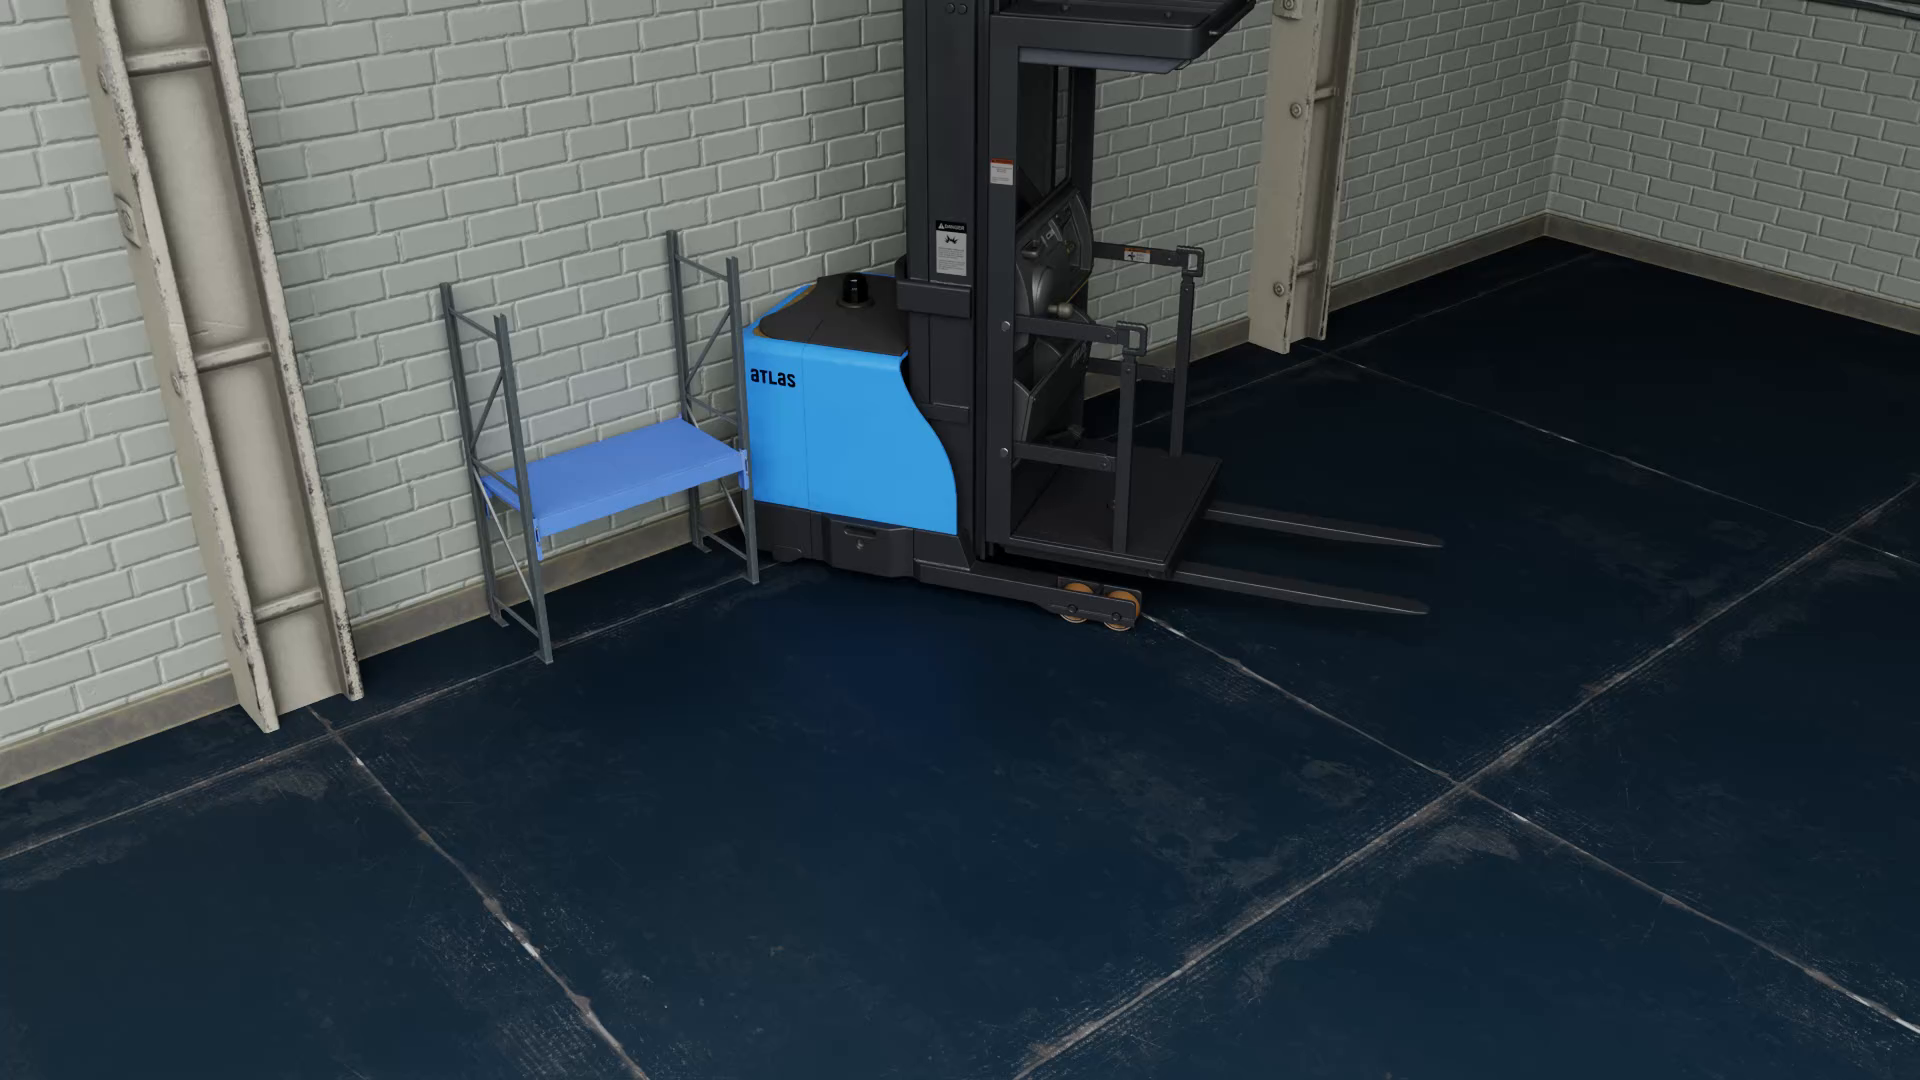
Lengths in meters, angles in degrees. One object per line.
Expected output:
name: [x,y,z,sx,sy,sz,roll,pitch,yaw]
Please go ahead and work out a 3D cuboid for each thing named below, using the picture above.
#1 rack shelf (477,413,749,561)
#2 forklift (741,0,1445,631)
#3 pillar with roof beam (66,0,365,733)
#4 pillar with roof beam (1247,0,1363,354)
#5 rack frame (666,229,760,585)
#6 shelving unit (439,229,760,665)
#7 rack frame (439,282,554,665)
rack shelf: [-1.452,-0.242,6.993,1.000,0.185,0.538,-22,35,-35]
forklift: [0.585,-1.192,6.870,3.031,2.935,1.130,10,30,18]
pillar with roof beam: [0.187,-1.800,1.571,0.400,9.000,9.100,-22,35,-35]
pillar with roof beam: [4.752,-3.636,5.005,0.400,9.000,9.100,-22,35,-35]
rack frame: [-1.066,-0.556,7.199,0.032,1.500,0.500,-22,35,-35]
shelving unit: [-1.452,-0.400,6.908,1.048,1.500,0.538,-22,35,-35]
rack frame: [-1.839,-0.245,6.617,0.032,1.500,0.500,-22,35,-35]
